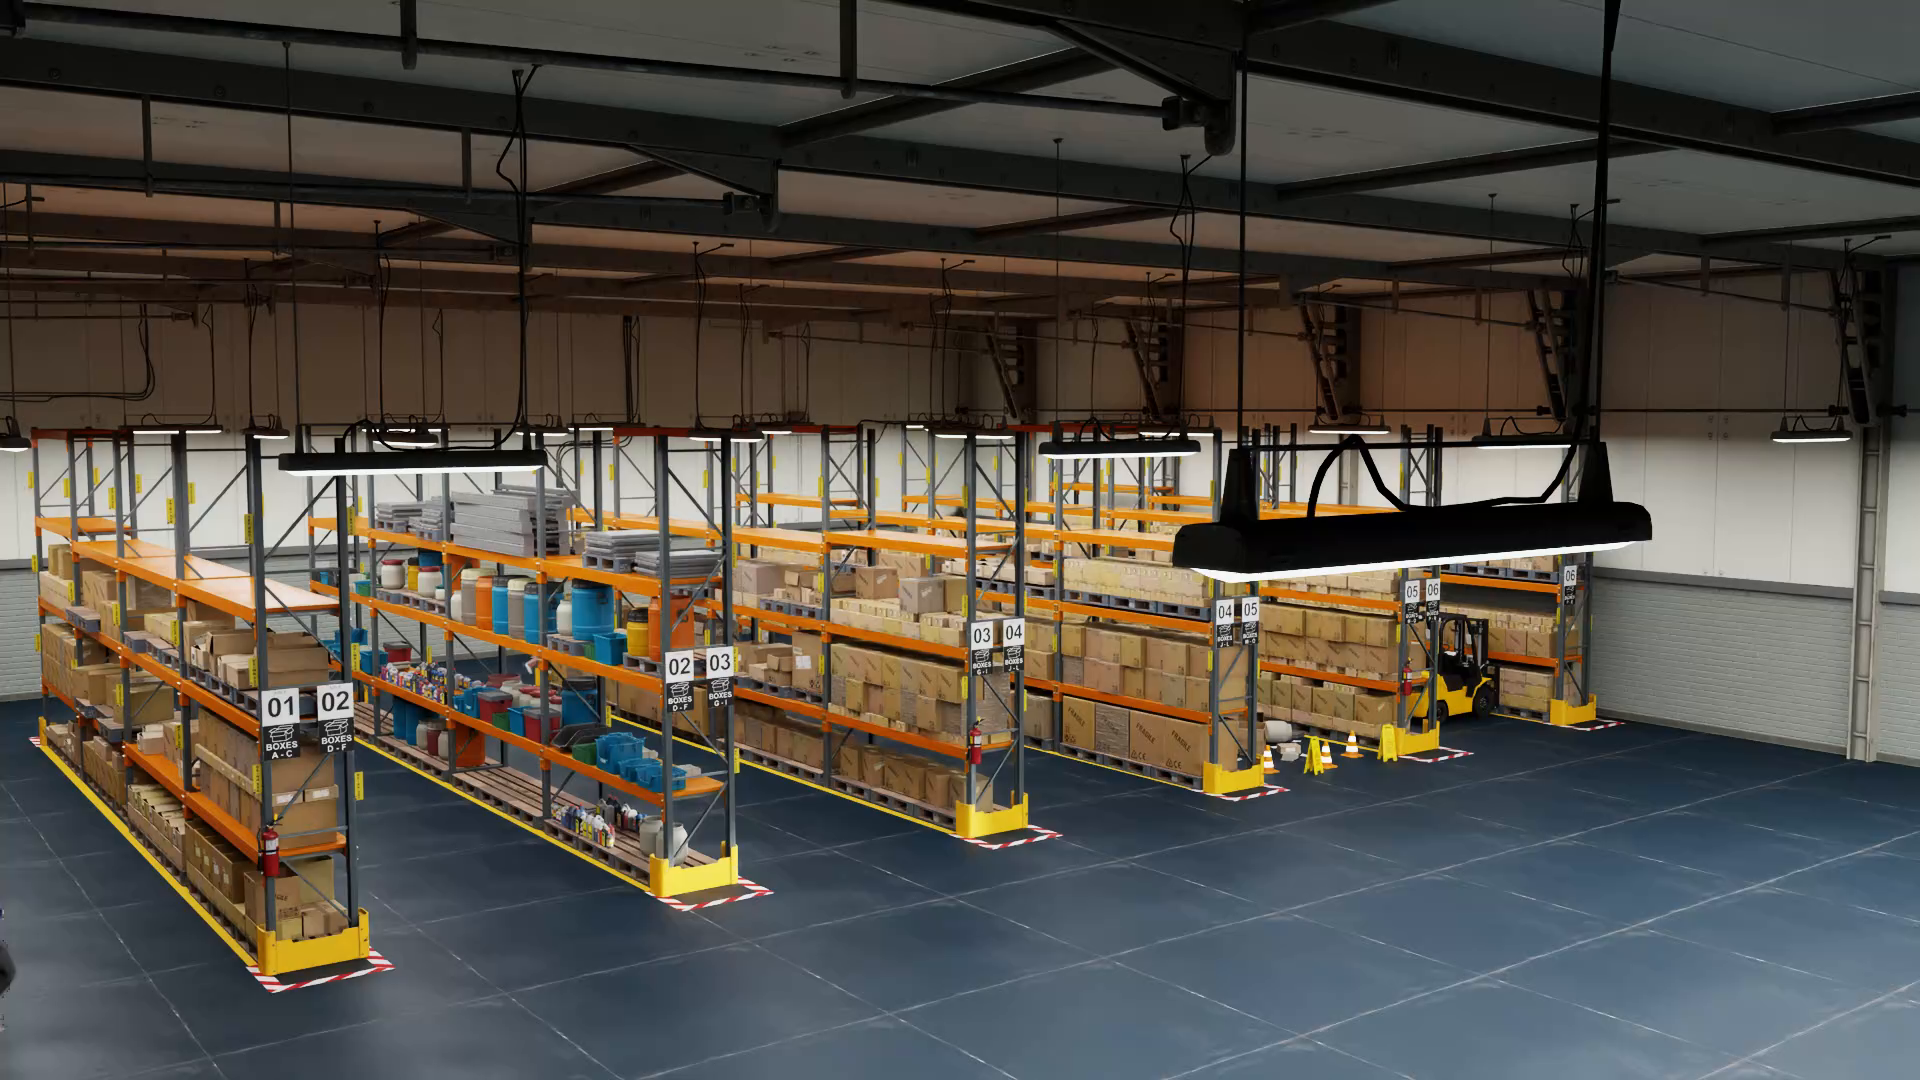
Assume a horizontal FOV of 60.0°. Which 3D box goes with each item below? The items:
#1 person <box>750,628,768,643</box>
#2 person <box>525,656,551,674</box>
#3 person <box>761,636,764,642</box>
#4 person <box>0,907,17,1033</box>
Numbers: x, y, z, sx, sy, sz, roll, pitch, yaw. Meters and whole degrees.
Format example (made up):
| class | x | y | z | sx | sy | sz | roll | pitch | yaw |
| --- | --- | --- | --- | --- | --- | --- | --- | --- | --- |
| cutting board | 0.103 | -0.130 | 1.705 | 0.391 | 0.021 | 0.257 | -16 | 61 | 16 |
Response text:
| class | x | y | z | sx | sy | sz | roll | pitch | yaw |
| --- | --- | --- | --- | --- | --- | --- | --- | --- | --- |
| person | -5.099 | 2.160 | 41.858 | 0.543 | 1.774 | 0.749 | 2 | 5 | 20 |
| person | -10.026 | 2.397 | 39.531 | 0.666 | 1.645 | 0.473 | -1 | 5 | -18 |
| person | -4.086 | 2.769 | 34.265 | 0.554 | 1.660 | 0.570 | 2 | 5 | 23 |
| person | -9.919 | 4.186 | 16.978 | 0.382 | 1.651 | 0.523 | -1 | 5 | -13 |
